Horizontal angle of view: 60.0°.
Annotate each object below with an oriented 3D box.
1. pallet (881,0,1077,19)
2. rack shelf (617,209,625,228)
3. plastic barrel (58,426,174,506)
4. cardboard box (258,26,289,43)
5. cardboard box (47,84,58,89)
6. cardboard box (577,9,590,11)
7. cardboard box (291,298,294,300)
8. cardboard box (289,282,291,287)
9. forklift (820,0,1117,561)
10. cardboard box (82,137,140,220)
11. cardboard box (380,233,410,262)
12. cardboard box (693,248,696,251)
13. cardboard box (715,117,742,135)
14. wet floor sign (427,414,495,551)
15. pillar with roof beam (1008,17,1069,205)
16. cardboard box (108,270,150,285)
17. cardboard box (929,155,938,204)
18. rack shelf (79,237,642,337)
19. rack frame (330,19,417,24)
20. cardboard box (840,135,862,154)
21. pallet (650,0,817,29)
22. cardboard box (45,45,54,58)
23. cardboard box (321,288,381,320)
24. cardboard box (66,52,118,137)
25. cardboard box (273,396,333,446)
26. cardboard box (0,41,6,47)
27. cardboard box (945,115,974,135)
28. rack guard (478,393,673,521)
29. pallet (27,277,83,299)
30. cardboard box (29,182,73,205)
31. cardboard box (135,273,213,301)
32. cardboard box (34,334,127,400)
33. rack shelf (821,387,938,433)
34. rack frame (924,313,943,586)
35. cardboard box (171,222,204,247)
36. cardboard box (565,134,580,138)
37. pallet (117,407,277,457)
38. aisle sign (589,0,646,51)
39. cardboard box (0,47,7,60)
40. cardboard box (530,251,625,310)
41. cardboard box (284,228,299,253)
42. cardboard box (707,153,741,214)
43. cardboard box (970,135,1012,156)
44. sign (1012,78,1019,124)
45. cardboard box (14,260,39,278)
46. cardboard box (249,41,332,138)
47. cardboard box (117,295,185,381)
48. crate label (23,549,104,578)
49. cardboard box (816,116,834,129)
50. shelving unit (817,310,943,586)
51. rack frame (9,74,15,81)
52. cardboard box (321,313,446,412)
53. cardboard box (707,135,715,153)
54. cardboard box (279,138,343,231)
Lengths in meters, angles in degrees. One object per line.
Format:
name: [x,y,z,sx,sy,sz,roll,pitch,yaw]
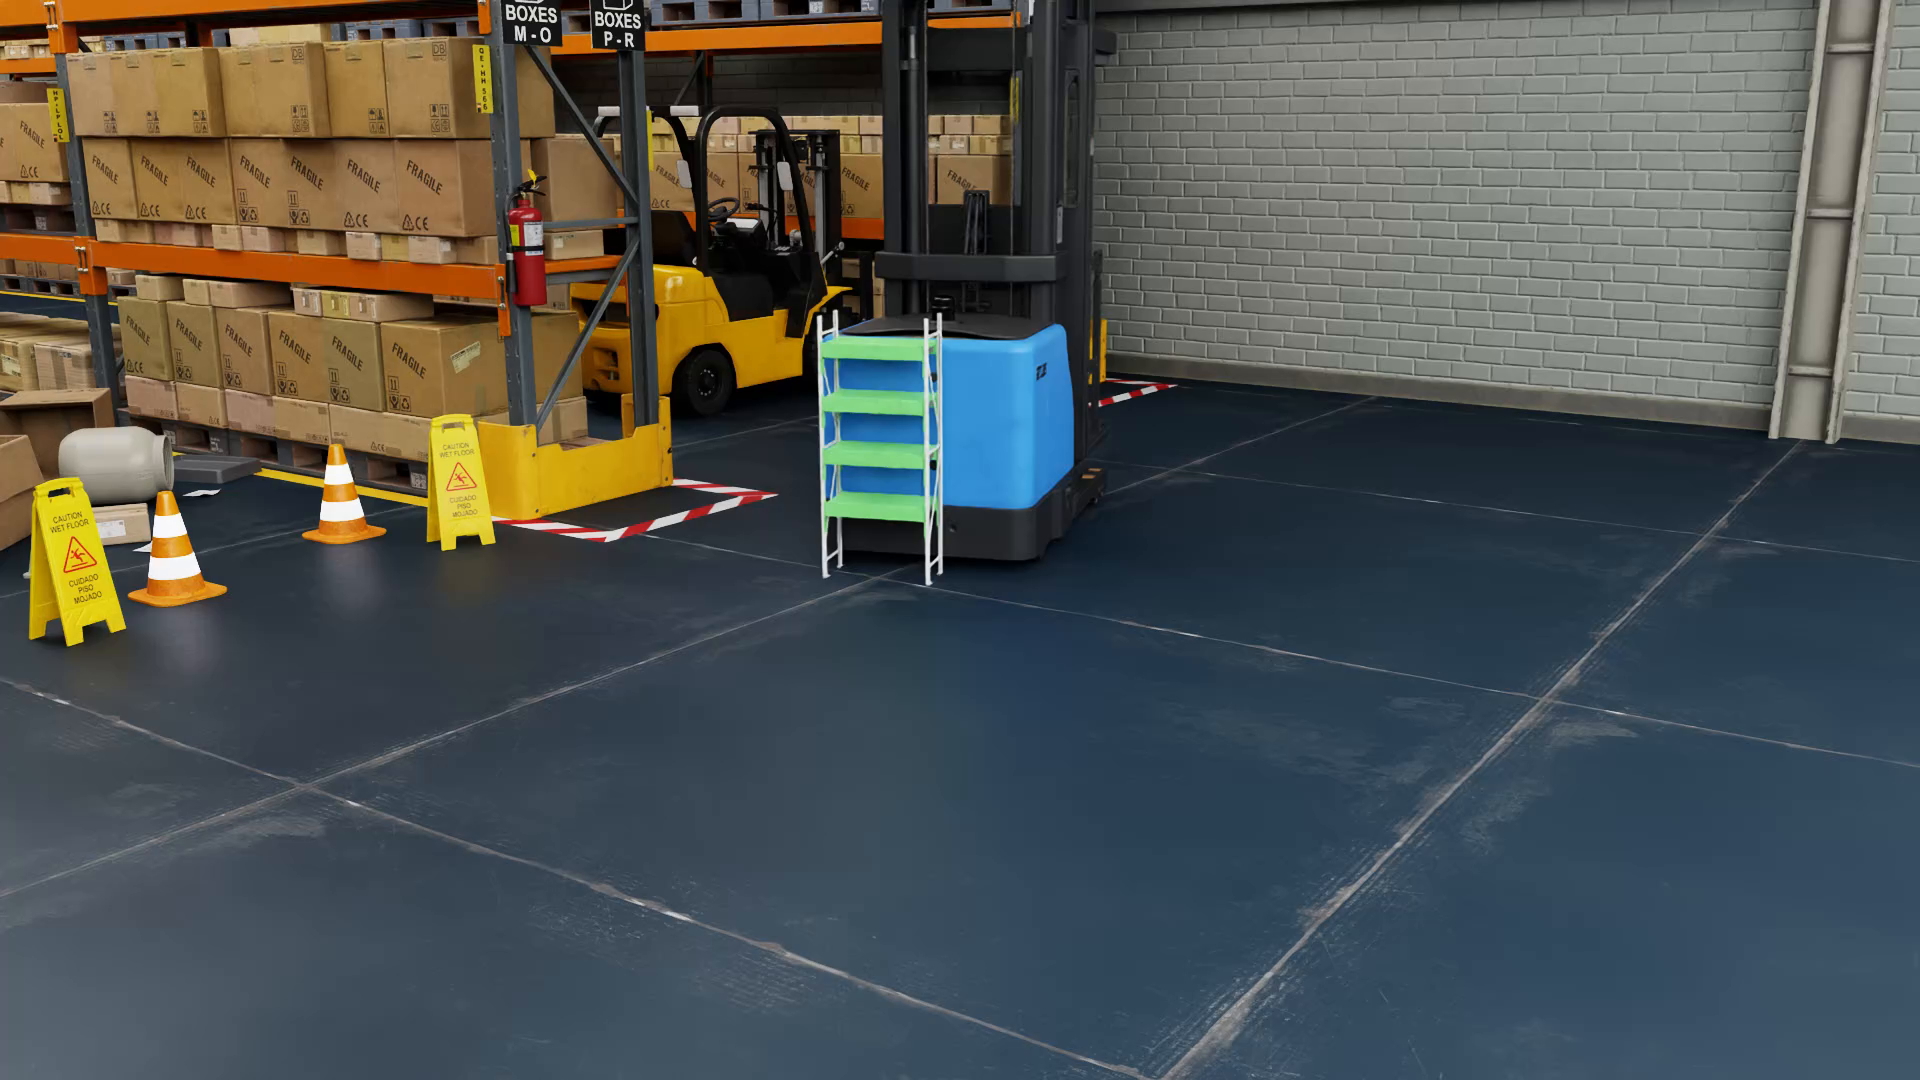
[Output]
pallet: [0.152,-4.185,12.928,1.213,0.211,1.003,9,17,33]
rack shelf: [-4.254,-3.127,16.211,4.000,0.370,1.077,9,17,33]
plastic barrel: [-4.601,-0.406,9.083,0.512,0.421,0.421,-4,14,-16]
cardboard box: [-6.892,-5.216,17.220,0.500,0.250,0.500,9,17,33]
cardboard box: [-6.513,-3.188,11.910,0.250,0.149,0.380,10,17,36]
cardboard box: [-3.464,-4.957,15.306,0.250,0.149,0.380,9,17,33]
cardboard box: [-3.874,-1.289,10.577,0.500,0.500,0.500,10,17,36]
cardboard box: [-7.230,-2.888,18.075,0.500,0.500,0.500,10,17,35]
forklift: [0.203,-1.635,8.828,1.130,2.935,3.031,4,14,14]
cardboard box: [-5.152,-2.296,10.530,0.500,0.500,0.500,9,17,33]
cardboard box: [-2.945,-1.618,9.138,0.250,0.149,0.380,9,16,32]
cardboard box: [-2.368,-2.435,14.686,0.500,0.250,0.500,9,16,32]
cardboard box: [-1.855,-3.510,14.082,0.250,0.149,0.380,10,17,34]
wet floor sign: [-2.482,-0.300,8.192,0.267,0.644,0.232,-10,17,-35]
pillar with roof beam: [-1.753,-4.999,9.789,0.400,9.000,9.100,9,17,33]
cardboard box: [-9.859,-3.117,19.732,0.250,0.149,0.380,9,16,31]
cardboard box: [-0.256,-2.805,13.206,0.500,0.500,0.500,10,17,35]
rack shelf: [-3.702,-1.601,10.044,4.000,0.370,1.077,9,17,33]
rack frame: [-5.914,-6.657,16.487,0.127,3.000,1.000,9,17,33]
cardboard box: [-0.797,-3.193,13.421,0.250,0.149,0.380,9,17,33]
pallet: [-1.872,-4.512,14.250,1.213,0.211,1.003,9,17,33]
cardboard box: [-10.522,-5.751,19.594,0.250,0.149,0.380,10,17,35]
cardboard box: [-3.402,-1.355,9.493,0.250,0.149,0.380,10,17,34]
cardboard box: [-5.117,-2.794,10.460,0.500,0.500,0.700,9,17,32]
cardboard box: [-3.726,-0.746,9.941,0.500,0.250,0.500,8,16,31]
cardboard box: [-11.485,-6.096,20.157,0.500,0.250,0.500,9,16,31]
cardboard box: [0.088,-3.213,12.881,0.250,0.149,0.380,9,17,33]
rack guard: [-2.106,-0.478,9.215,0.348,0.500,1.175,9,17,33]
pallet: [-10.818,-3.183,20.743,1.213,0.211,1.003,9,17,33]
cardboard box: [-5.943,-2.314,11.077,0.250,0.149,0.380,9,17,34]
cardboard box: [-4.952,-1.604,10.500,0.250,0.149,0.380,9,17,34]
cardboard box: [-5.798,-1.216,11.588,0.625,0.372,0.950,9,17,34]
rack shelf: [-0.355,-0.588,7.463,0.480,0.148,0.258,4,15,14]
rack frame: [-0.118,-0.402,7.447,0.015,1.200,0.240,4,15,14]
cardboard box: [-4.617,-1.897,10.266,0.250,0.149,0.380,10,17,35]
cardboard box: [-3.400,-3.648,15.257,0.250,0.149,0.380,9,17,33]
pallet: [-4.785,-0.781,11.041,1.213,0.211,1.003,9,17,33]
aisle sign: [-1.818,-2.997,8.778,0.004,0.787,0.394,9,17,33]
cardboard box: [-11.371,-5.886,20.140,0.250,0.149,0.380,9,16,32]
cardboard box: [-3.673,-2.433,15.976,0.625,0.625,0.875,9,17,32]
cardboard box: [-3.730,-1.776,9.778,0.250,0.149,0.380,9,17,33]
cardboard box: [-1.930,-3.079,14.309,0.500,0.500,0.500,10,17,34]
cardboard box: [0.281,-3.026,12.746,0.250,0.149,0.380,9,17,34]
sign: [0.410,-3.243,12.277,0.005,0.325,0.100,9,17,33]
cardboard box: [-11.409,-3.585,20.890,0.500,0.500,0.700,10,17,35]
cardboard box: [-3.485,-2.502,9.281,0.500,0.500,0.700,9,16,32]
cardboard box: [-5.023,-1.318,10.694,0.500,0.500,0.500,10,17,35]
crate label: [-4.144,0.081,7.710,0.298,0.136,0.250,1,14,4]
cardboard box: [-0.966,-3.390,13.599,0.250,0.149,0.380,9,17,34]
shelving unit: [-0.354,-0.417,7.507,0.503,1.200,0.258,4,15,14]
rack frame: [-12.552,-4.818,21.542,0.127,3.000,1.000,9,17,33]
cardboard box: [-3.288,-1.040,9.568,0.500,0.500,0.500,10,17,35]
cardboard box: [-2.029,-3.413,14.309,0.250,0.149,0.380,9,17,33]
cardboard box: [-3.473,-2.028,9.447,0.500,0.500,0.500,9,17,33]
